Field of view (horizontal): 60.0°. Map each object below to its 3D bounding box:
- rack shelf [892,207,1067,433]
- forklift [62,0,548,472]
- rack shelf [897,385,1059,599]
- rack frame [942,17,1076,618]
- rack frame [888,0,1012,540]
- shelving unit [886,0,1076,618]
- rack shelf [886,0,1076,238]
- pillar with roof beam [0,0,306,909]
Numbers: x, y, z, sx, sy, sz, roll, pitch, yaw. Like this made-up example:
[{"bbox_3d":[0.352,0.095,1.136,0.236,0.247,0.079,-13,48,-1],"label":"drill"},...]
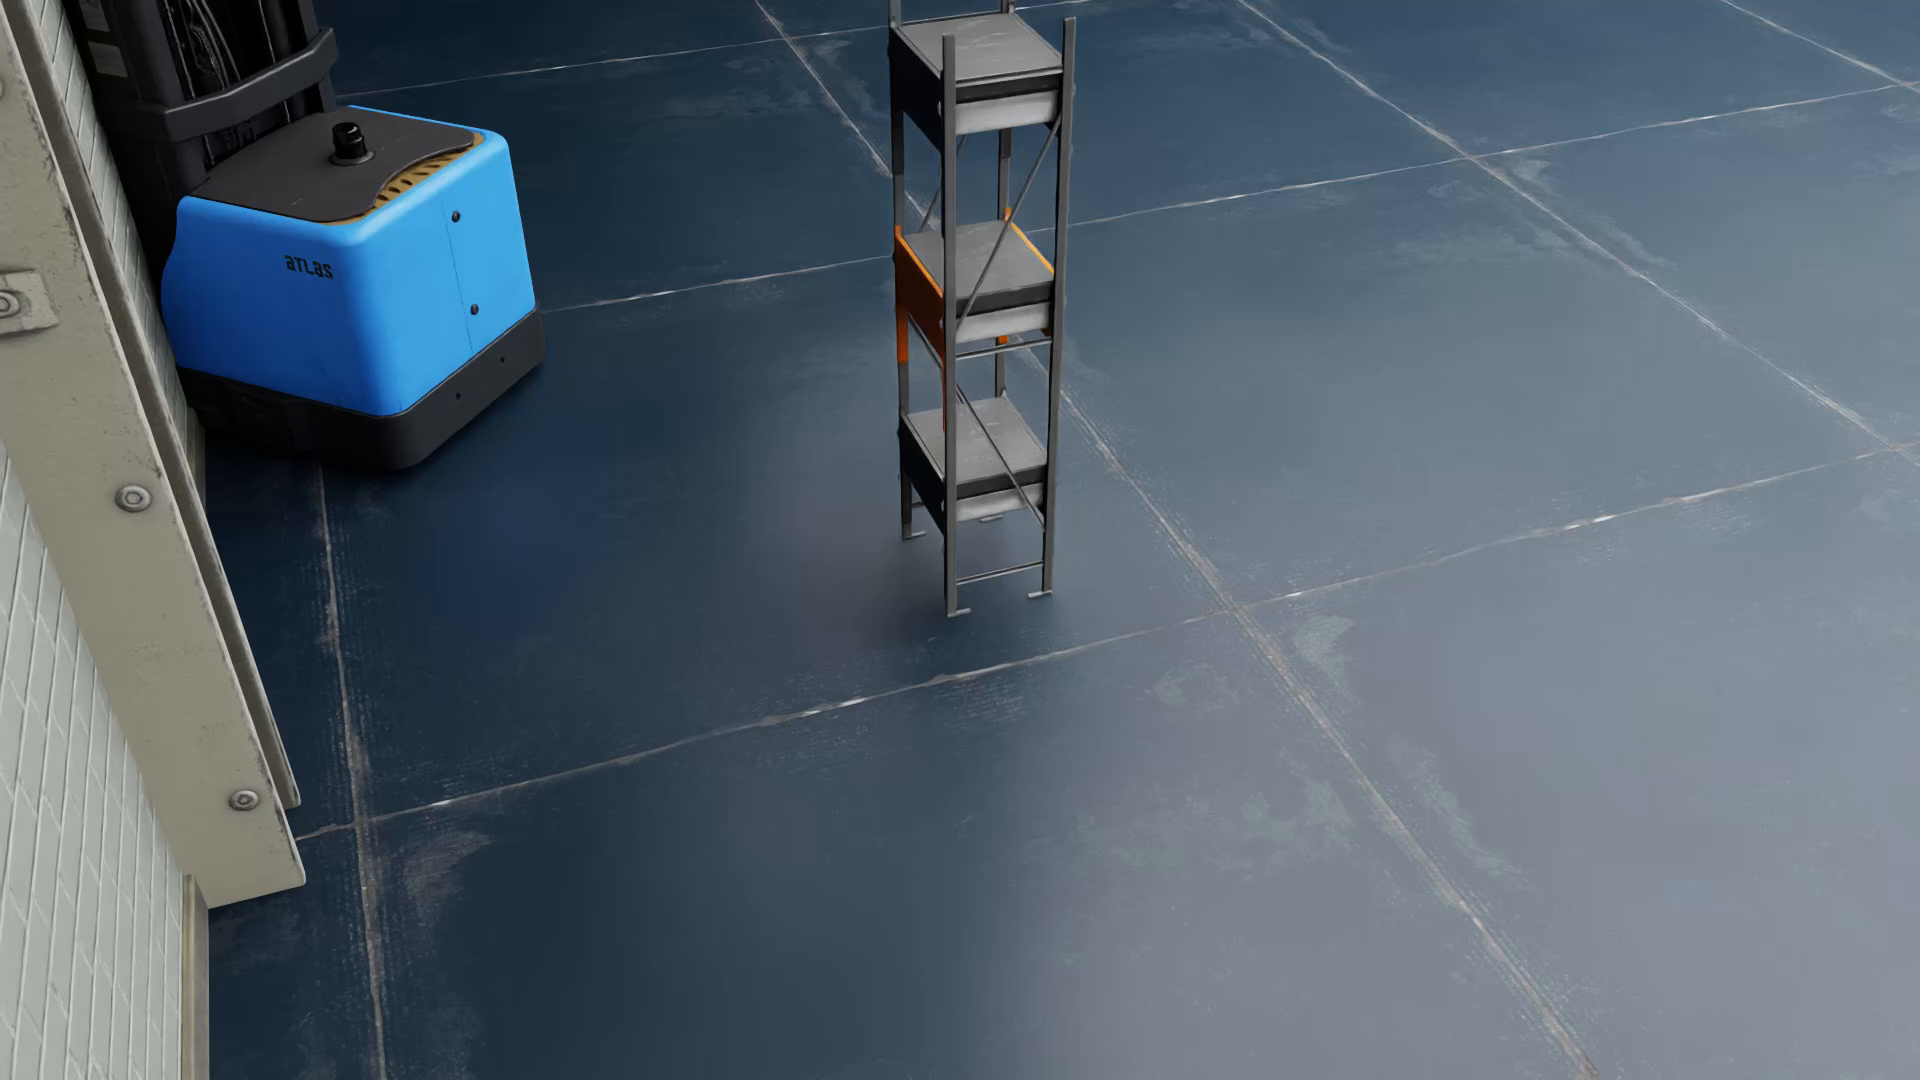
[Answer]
[{"bbox_3d":[0.057,-0.734,5.502,0.431,0.518,0.480,-12,39,-16],"label":"rack shelf"},{"bbox_3d":[-3.353,-2.008,6.480,3.031,2.935,1.130,14,39,18],"label":"forklift"},{"bbox_3d":[0.057,-0.175,5.923,0.431,0.518,0.480,-12,39,-16],"label":"rack shelf"},{"bbox_3d":[0.141,-0.607,5.311,0.400,2.100,0.015,-12,39,-16],"label":"rack frame"},{"bbox_3d":[-0.027,-0.883,5.677,0.400,2.100,0.015,-12,39,-16],"label":"rack frame"},{"bbox_3d":[0.057,-0.745,5.494,0.431,2.100,0.503,-12,39,-16],"label":"shelving unit"},{"bbox_3d":[0.057,-1.293,5.081,0.431,0.518,0.480,-12,39,-16],"label":"rack shelf"},{"bbox_3d":[1.900,-3.551,3.485,9.100,9.000,0.400,-12,39,-16],"label":"pillar with roof beam"}]
